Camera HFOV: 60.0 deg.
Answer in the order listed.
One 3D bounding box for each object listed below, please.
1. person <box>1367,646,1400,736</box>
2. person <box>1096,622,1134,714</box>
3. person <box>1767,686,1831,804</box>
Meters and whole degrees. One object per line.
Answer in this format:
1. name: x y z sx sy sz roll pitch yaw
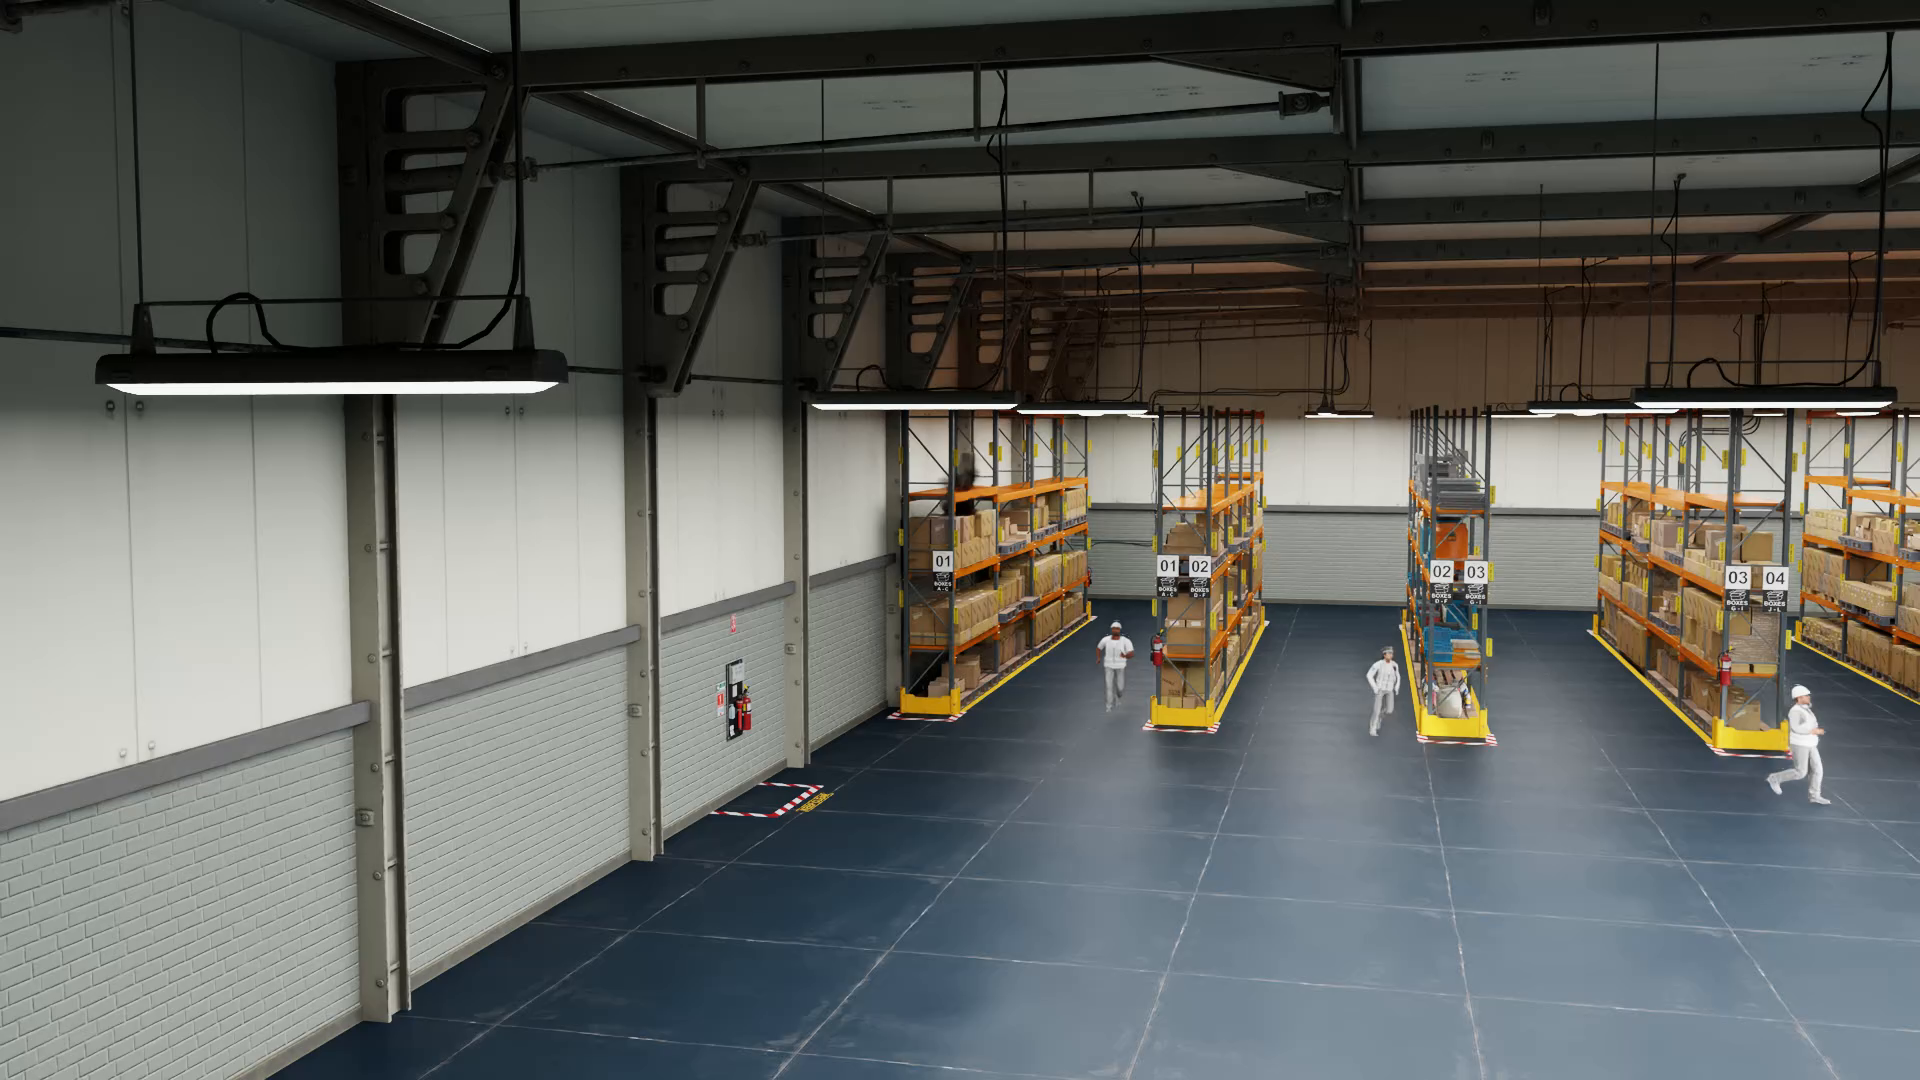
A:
1. person: 7.744 2.750 30.274 0.671 1.647 0.473 -1 4 -7
2. person: 2.949 2.450 31.858 0.745 1.742 0.872 1 4 11
3. person: 12.620 3.059 24.944 0.871 1.745 0.671 4 6 44
